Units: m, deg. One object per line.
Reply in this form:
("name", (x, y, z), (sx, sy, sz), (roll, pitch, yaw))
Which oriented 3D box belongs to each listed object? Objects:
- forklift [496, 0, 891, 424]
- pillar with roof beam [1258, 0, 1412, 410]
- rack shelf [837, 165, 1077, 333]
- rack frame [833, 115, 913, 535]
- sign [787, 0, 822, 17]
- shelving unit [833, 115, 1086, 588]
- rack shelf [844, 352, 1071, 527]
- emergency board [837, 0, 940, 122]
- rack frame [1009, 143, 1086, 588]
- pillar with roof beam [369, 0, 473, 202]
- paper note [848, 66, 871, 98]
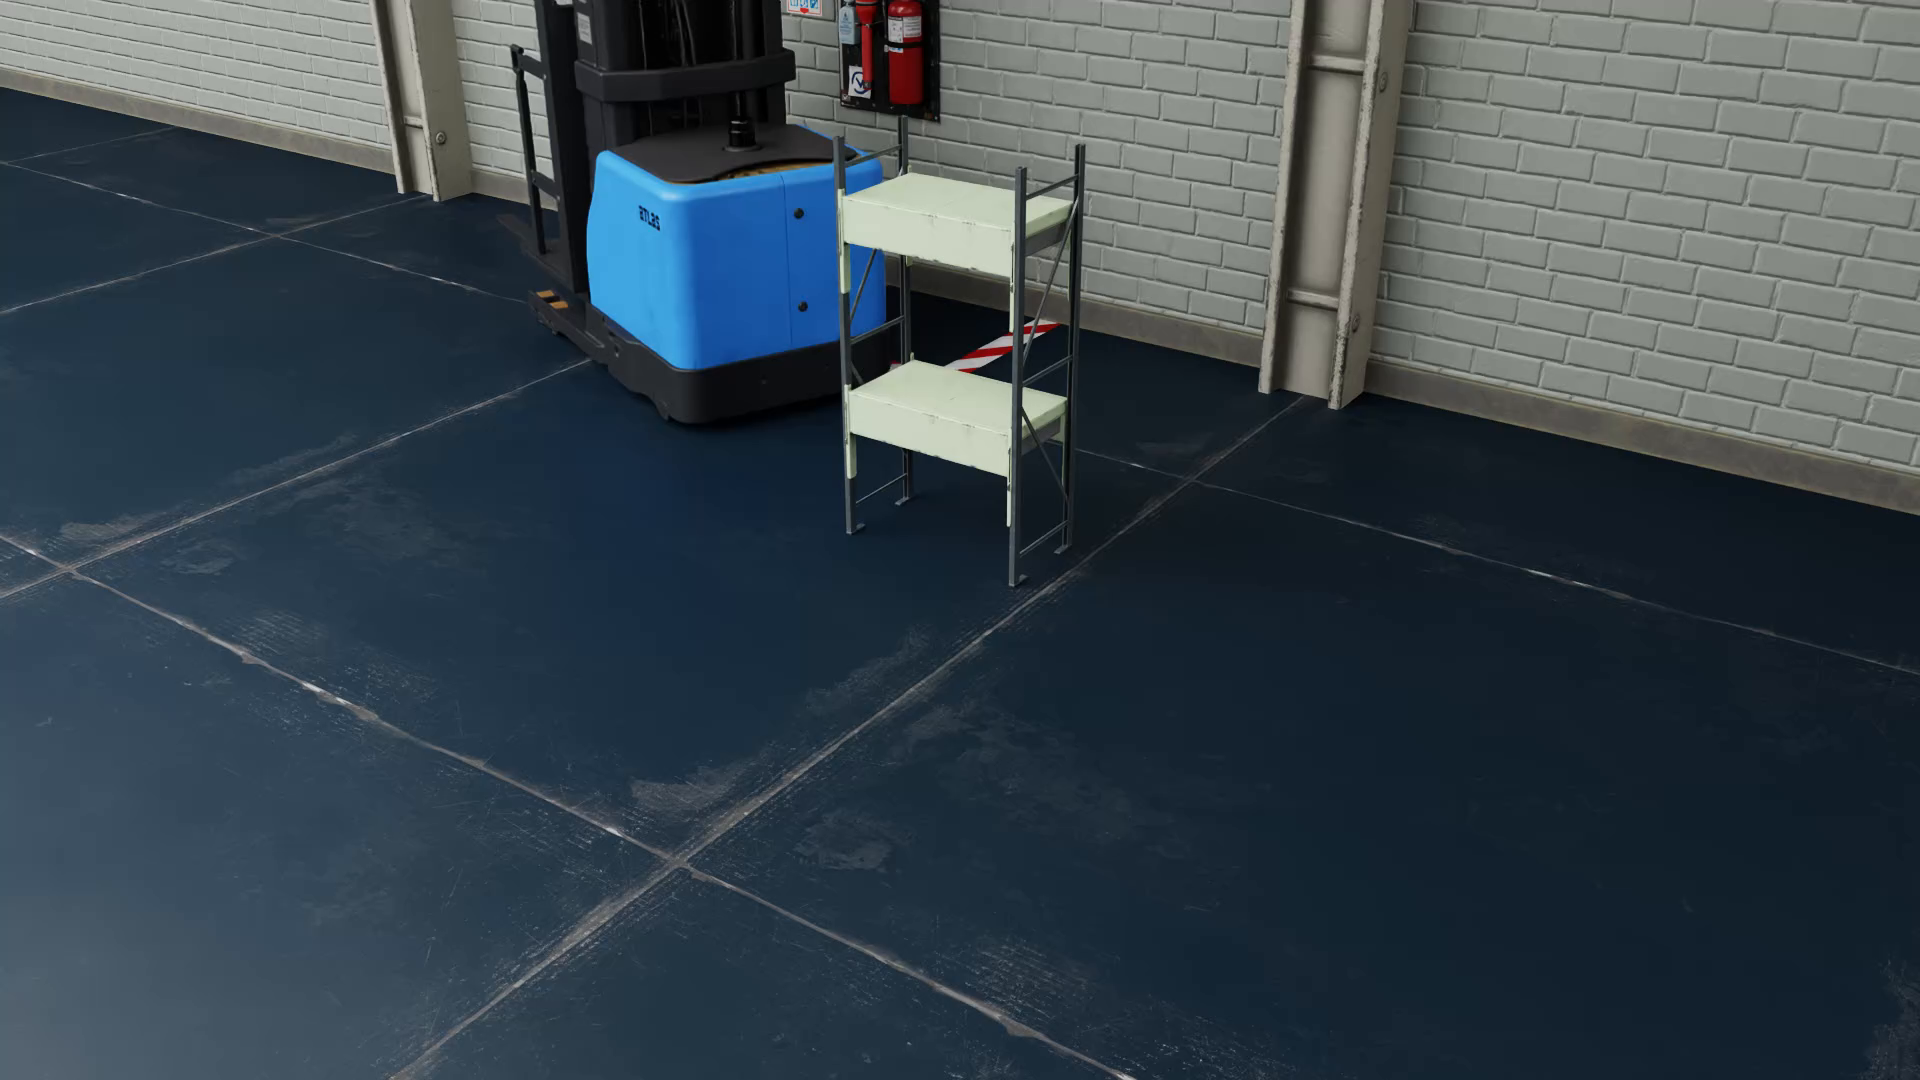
("forklift", (-1.519, -2.425, 7.784), (1.130, 2.935, 3.031), (-16, 31, -28))
("pillar with roof beam", (-0.830, -3.086, 2.393), (0.400, 9.000, 9.100), (17, 32, 30))
("rack shelf", (-0.006, -1.018, 5.736), (0.720, 0.370, 0.431), (17, 32, 30))
("rack frame", (-0.307, -0.764, 6.098), (0.023, 1.500, 0.400), (17, 32, 30))
("sign", (-0.805, -2.867, 8.538), (0.234, 0.329, 0.001), (17, 32, 30))
("shelving unit", (-0.006, -0.670, 5.913), (0.755, 1.500, 0.431), (17, 32, 30))
("rack shelf", (-0.006, -0.380, 6.061), (0.720, 0.370, 0.431), (17, 32, 30))
("emergency board", (-0.408, -2.671, 8.191), (0.643, 1.169, 0.194), (17, 32, 30))
("rack frame", (0.296, -0.576, 5.729), (0.023, 1.500, 0.400), (17, 32, 30))
("pillar with roof beam", (-5.776, -4.627, 5.421), (0.400, 9.000, 9.100), (17, 32, 30))
("paper note", (-0.515, -2.350, 8.531), (0.142, 0.148, 0.016), (17, 32, 30))
